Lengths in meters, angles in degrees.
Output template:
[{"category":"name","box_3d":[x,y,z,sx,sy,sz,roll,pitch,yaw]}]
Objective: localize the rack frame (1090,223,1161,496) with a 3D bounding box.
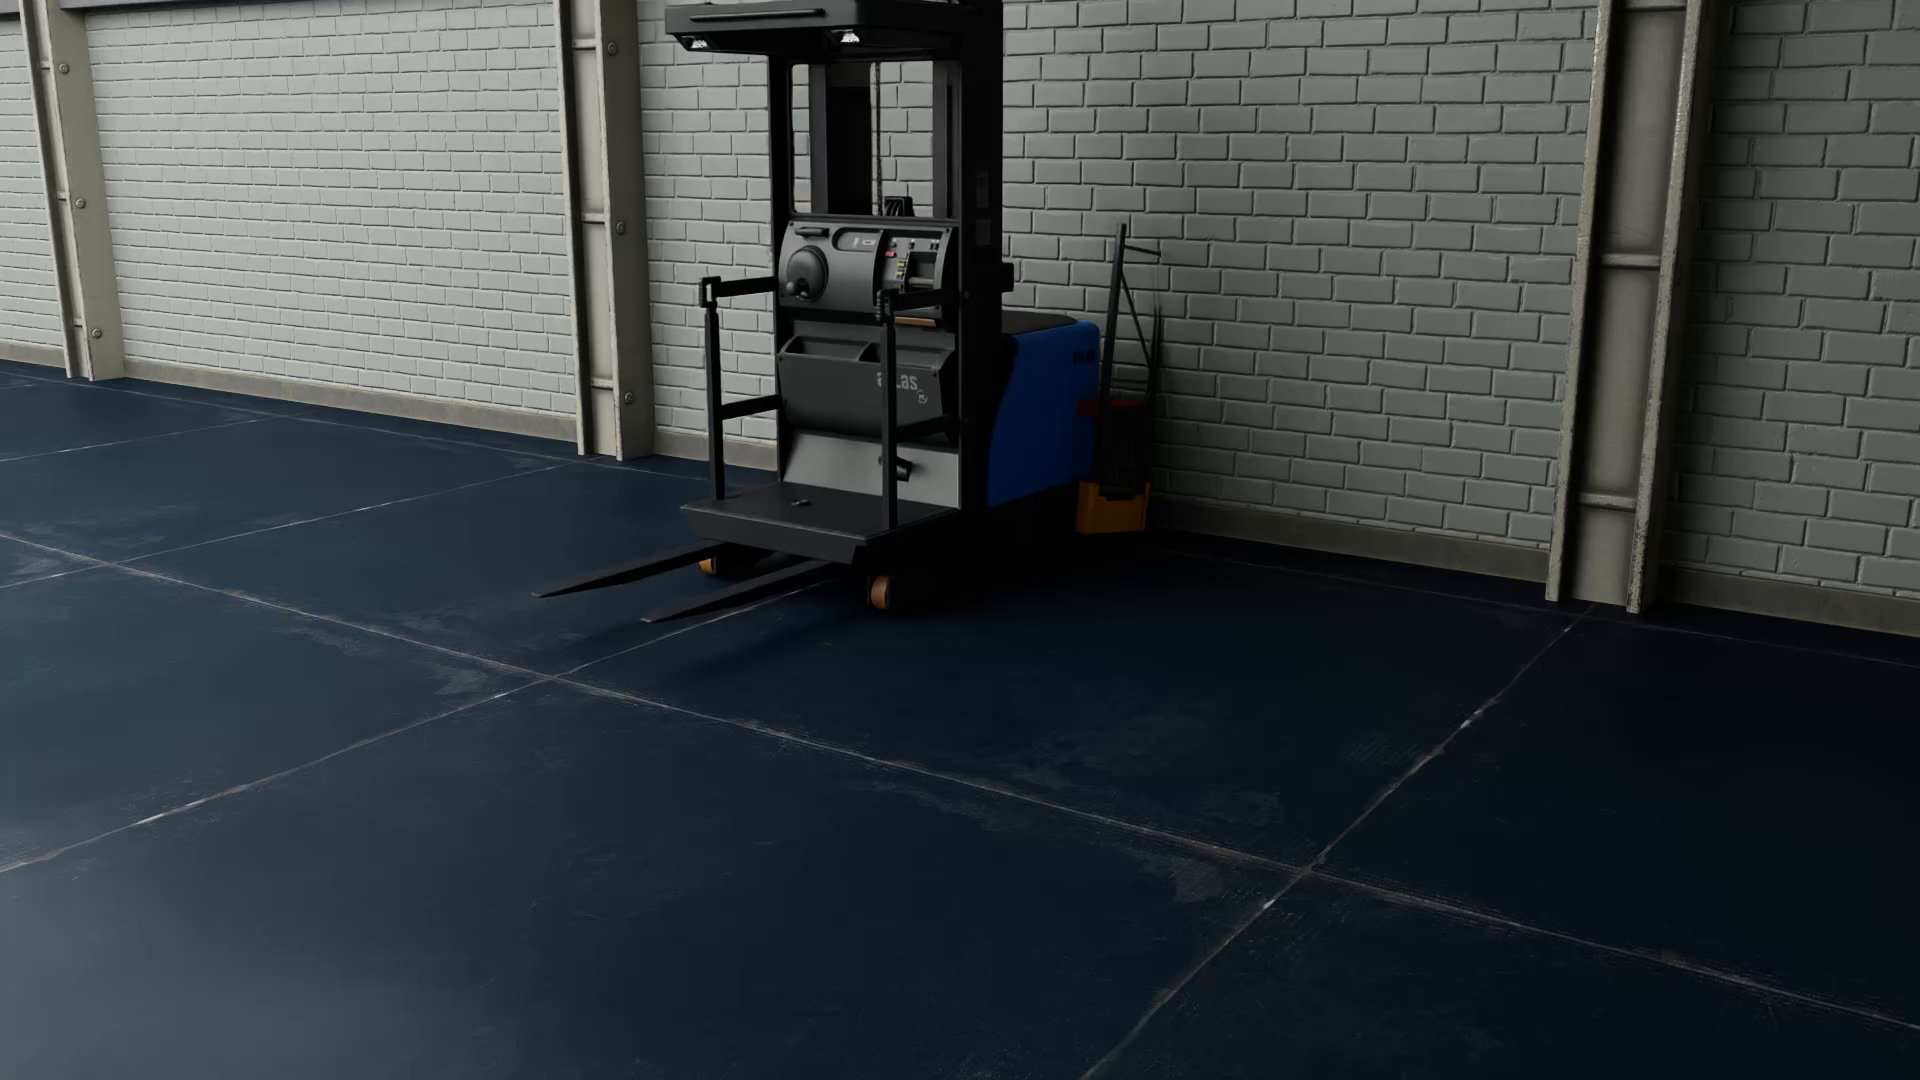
[{"category":"rack frame","box_3d":[0.840,-0.783,8.245,0.032,1.500,0.500,10,8,35]}]

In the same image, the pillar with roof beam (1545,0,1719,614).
[{"category":"pillar with roof beam","box_3d":[0.406,-3.254,2.740,0.400,9.000,9.100,9,17,33]}]

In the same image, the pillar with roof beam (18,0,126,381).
[{"category":"pillar with roof beam","box_3d":[-9.552,-4.863,9.241,0.400,9.000,9.100,9,17,33]}]

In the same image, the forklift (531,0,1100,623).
[{"category":"forklift","box_3d":[-0.549,-1.246,7.258,1.130,2.935,3.031,10,17,34]}]

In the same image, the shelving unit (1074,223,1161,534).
[{"category":"shelving unit","box_3d":[0.424,-0.855,8.544,1.083,1.500,0.587,10,8,35]}]

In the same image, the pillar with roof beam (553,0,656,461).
[{"category":"pillar with roof beam","box_3d":[-4.573,-4.058,5.990,0.400,9.000,9.100,9,17,33]}]

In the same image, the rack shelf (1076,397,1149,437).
[{"category":"rack shelf","box_3d":[0.415,-0.676,8.559,1.000,0.185,0.538,10,8,35]}]

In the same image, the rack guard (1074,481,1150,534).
[{"category":"rack guard","box_3d":[0.766,-0.167,8.324,0.087,0.250,0.587,10,8,35]}]
